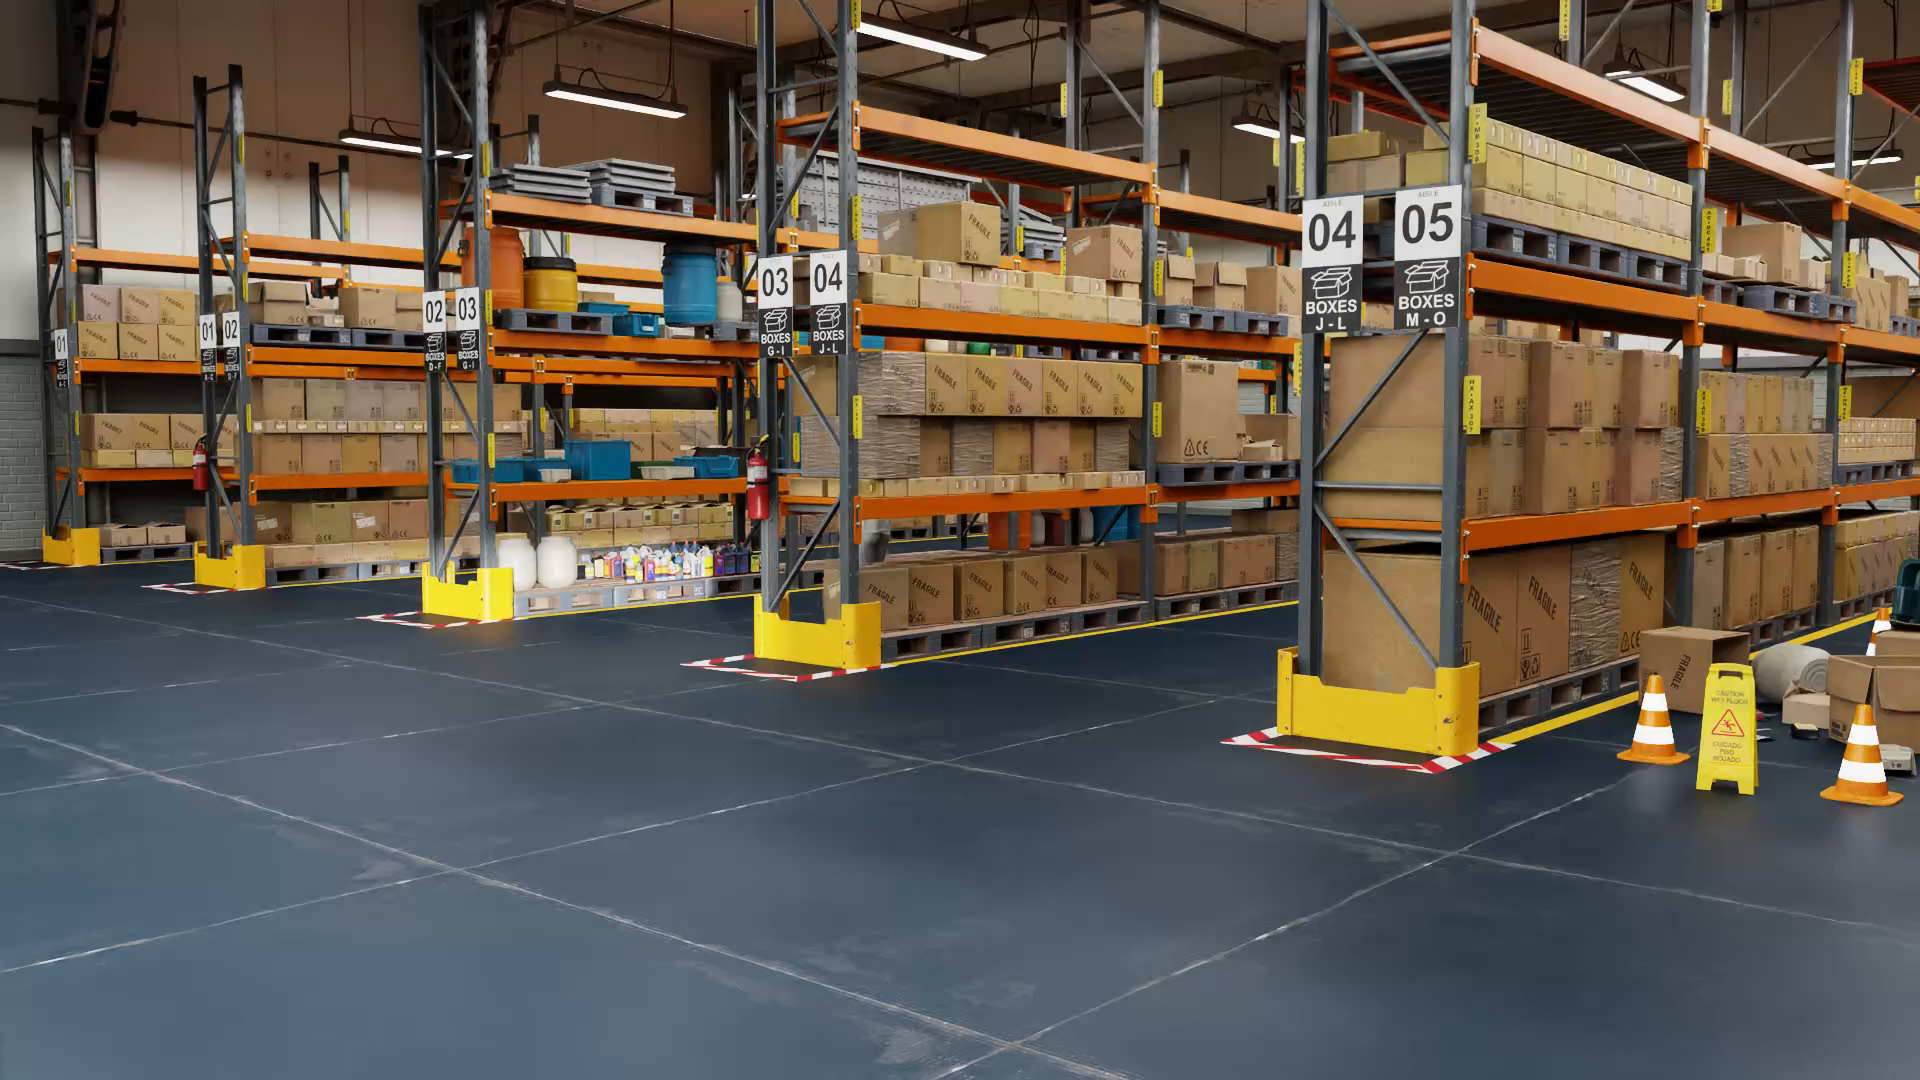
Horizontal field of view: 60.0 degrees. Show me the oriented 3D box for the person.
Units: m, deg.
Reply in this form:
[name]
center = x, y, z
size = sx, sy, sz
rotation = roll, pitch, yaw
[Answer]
[person]
center = 5.255, -2.713, 23.418
size = 25.090, 6.001, 19.048
rotation = 3, 5, 42
